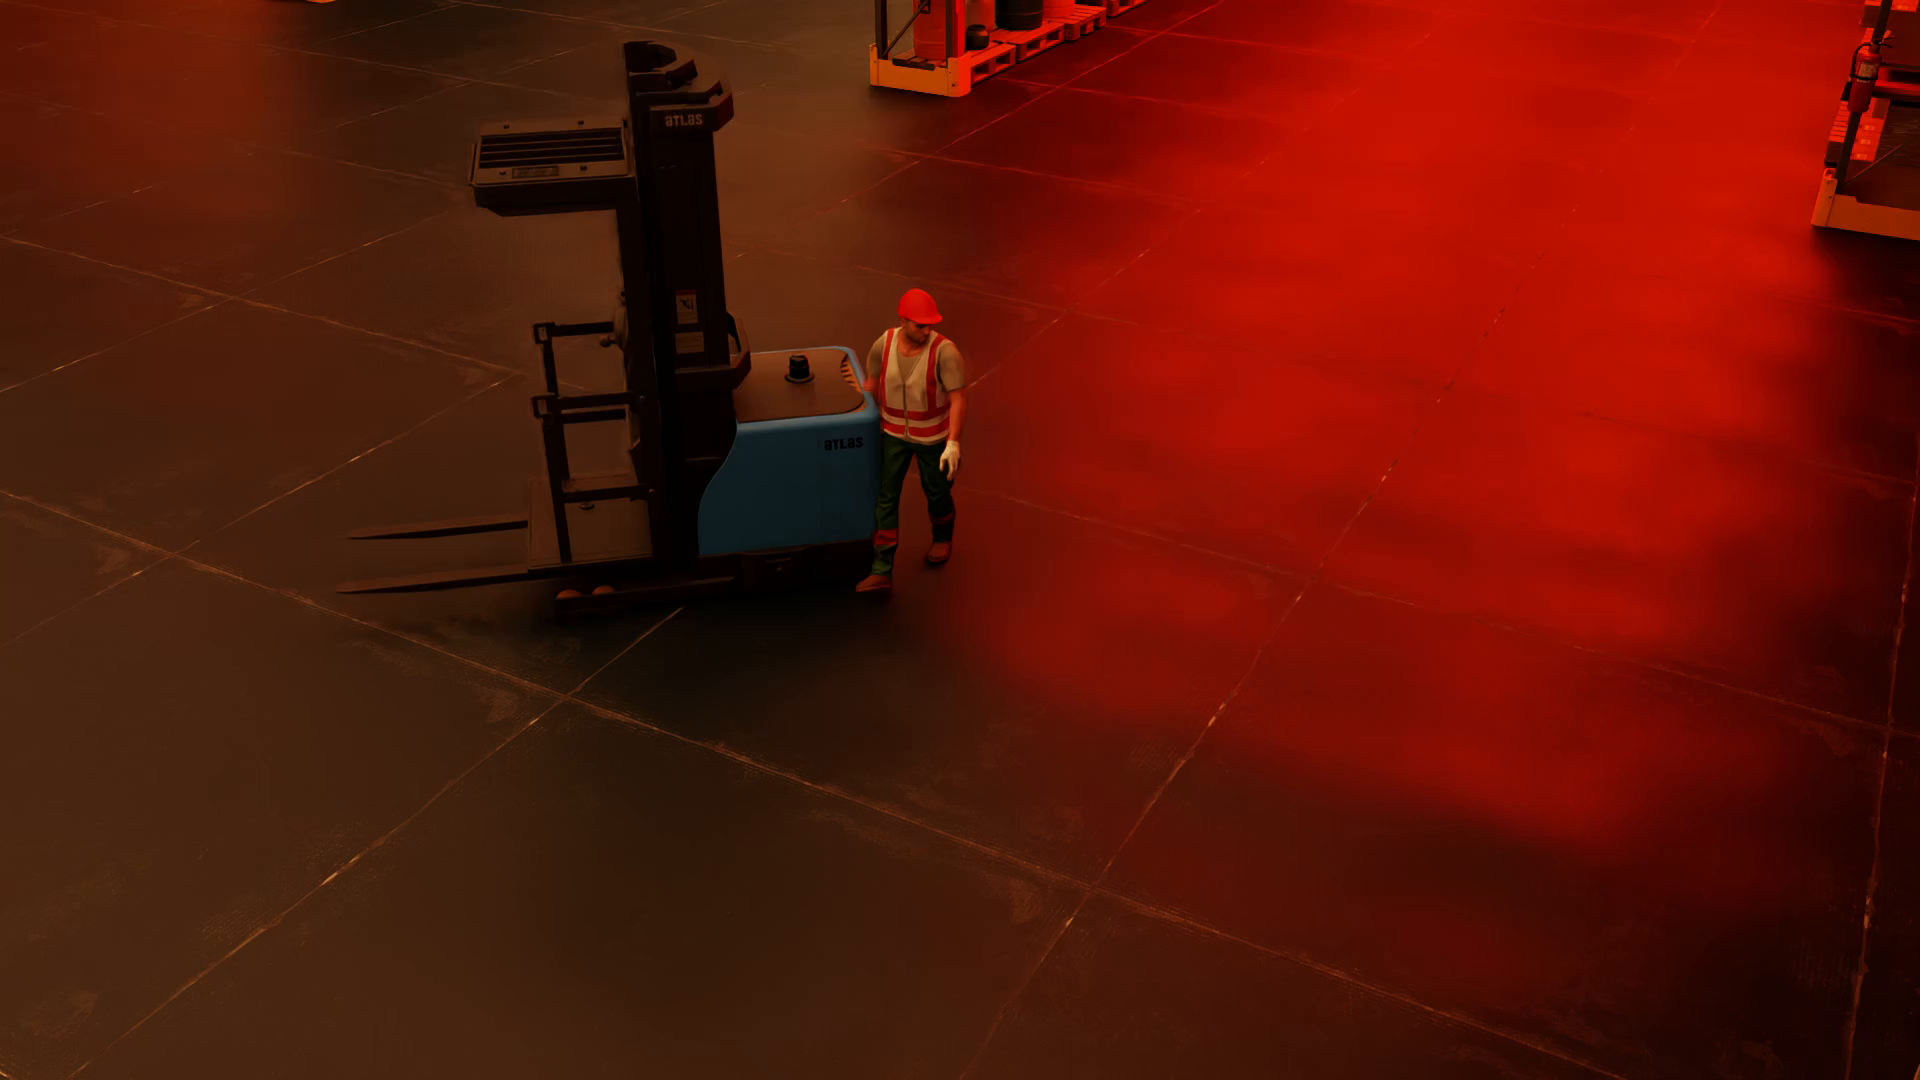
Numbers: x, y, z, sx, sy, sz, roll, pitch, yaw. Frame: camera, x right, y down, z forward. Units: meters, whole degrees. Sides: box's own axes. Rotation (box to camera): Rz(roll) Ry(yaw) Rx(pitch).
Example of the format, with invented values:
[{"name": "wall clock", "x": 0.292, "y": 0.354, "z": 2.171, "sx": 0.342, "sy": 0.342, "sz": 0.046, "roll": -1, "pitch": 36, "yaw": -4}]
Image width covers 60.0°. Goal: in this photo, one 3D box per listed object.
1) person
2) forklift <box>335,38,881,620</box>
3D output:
[{"name": "person", "x": -0.306, "y": -0.545, "z": 9.206, "sx": 0.730, "sy": 1.734, "sz": 0.904, "roll": 8, "pitch": 31, "yaw": 14}, {"name": "forklift", "x": -1.996, "y": -1.114, "z": 9.001, "sx": 3.031, "sy": 2.935, "sz": 1.130, "roll": -6, "pitch": 31, "yaw": -10}]
